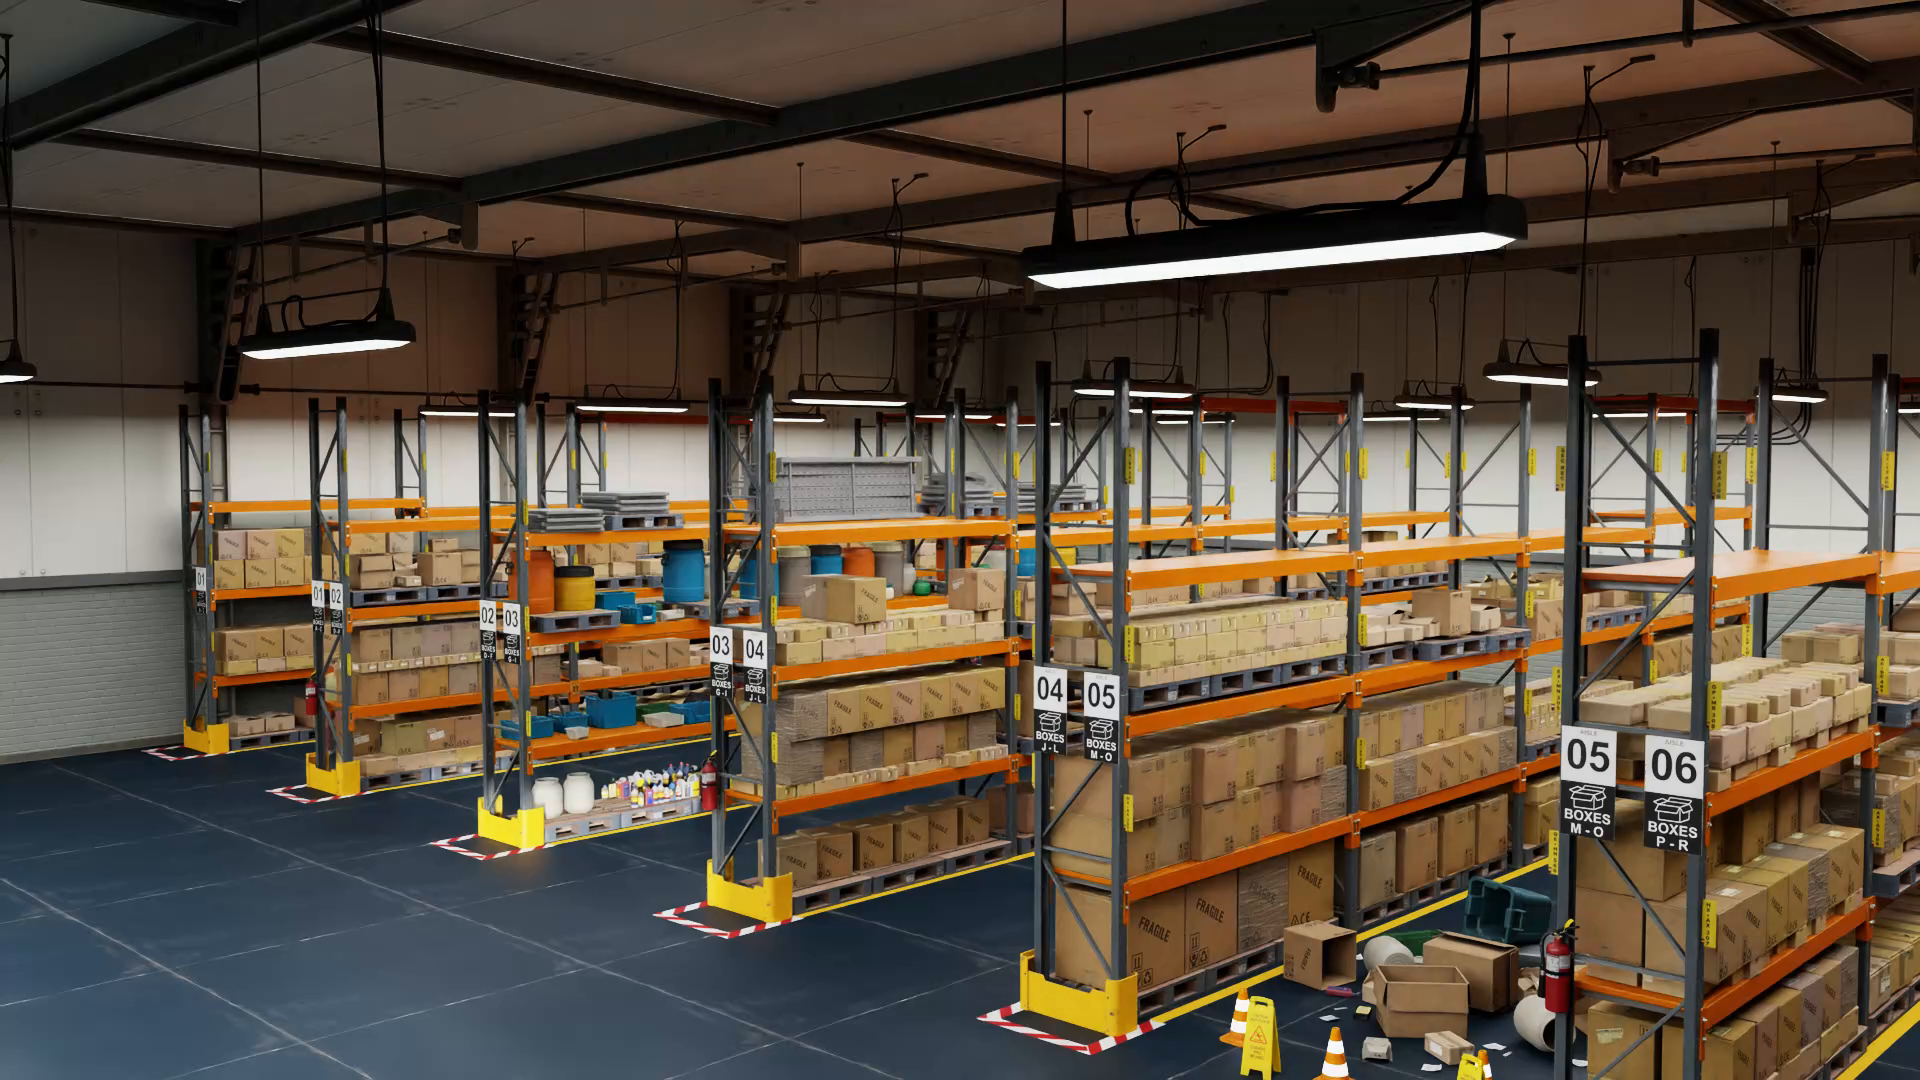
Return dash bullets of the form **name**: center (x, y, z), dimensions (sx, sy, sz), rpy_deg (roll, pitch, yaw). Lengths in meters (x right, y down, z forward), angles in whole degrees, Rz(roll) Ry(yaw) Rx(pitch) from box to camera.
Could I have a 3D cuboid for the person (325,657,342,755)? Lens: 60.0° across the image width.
- **person**: center (-10.612, 2.860, 28.249), dimensions (0.470, 1.720, 0.592), rpy_deg (0, 3, -1)
